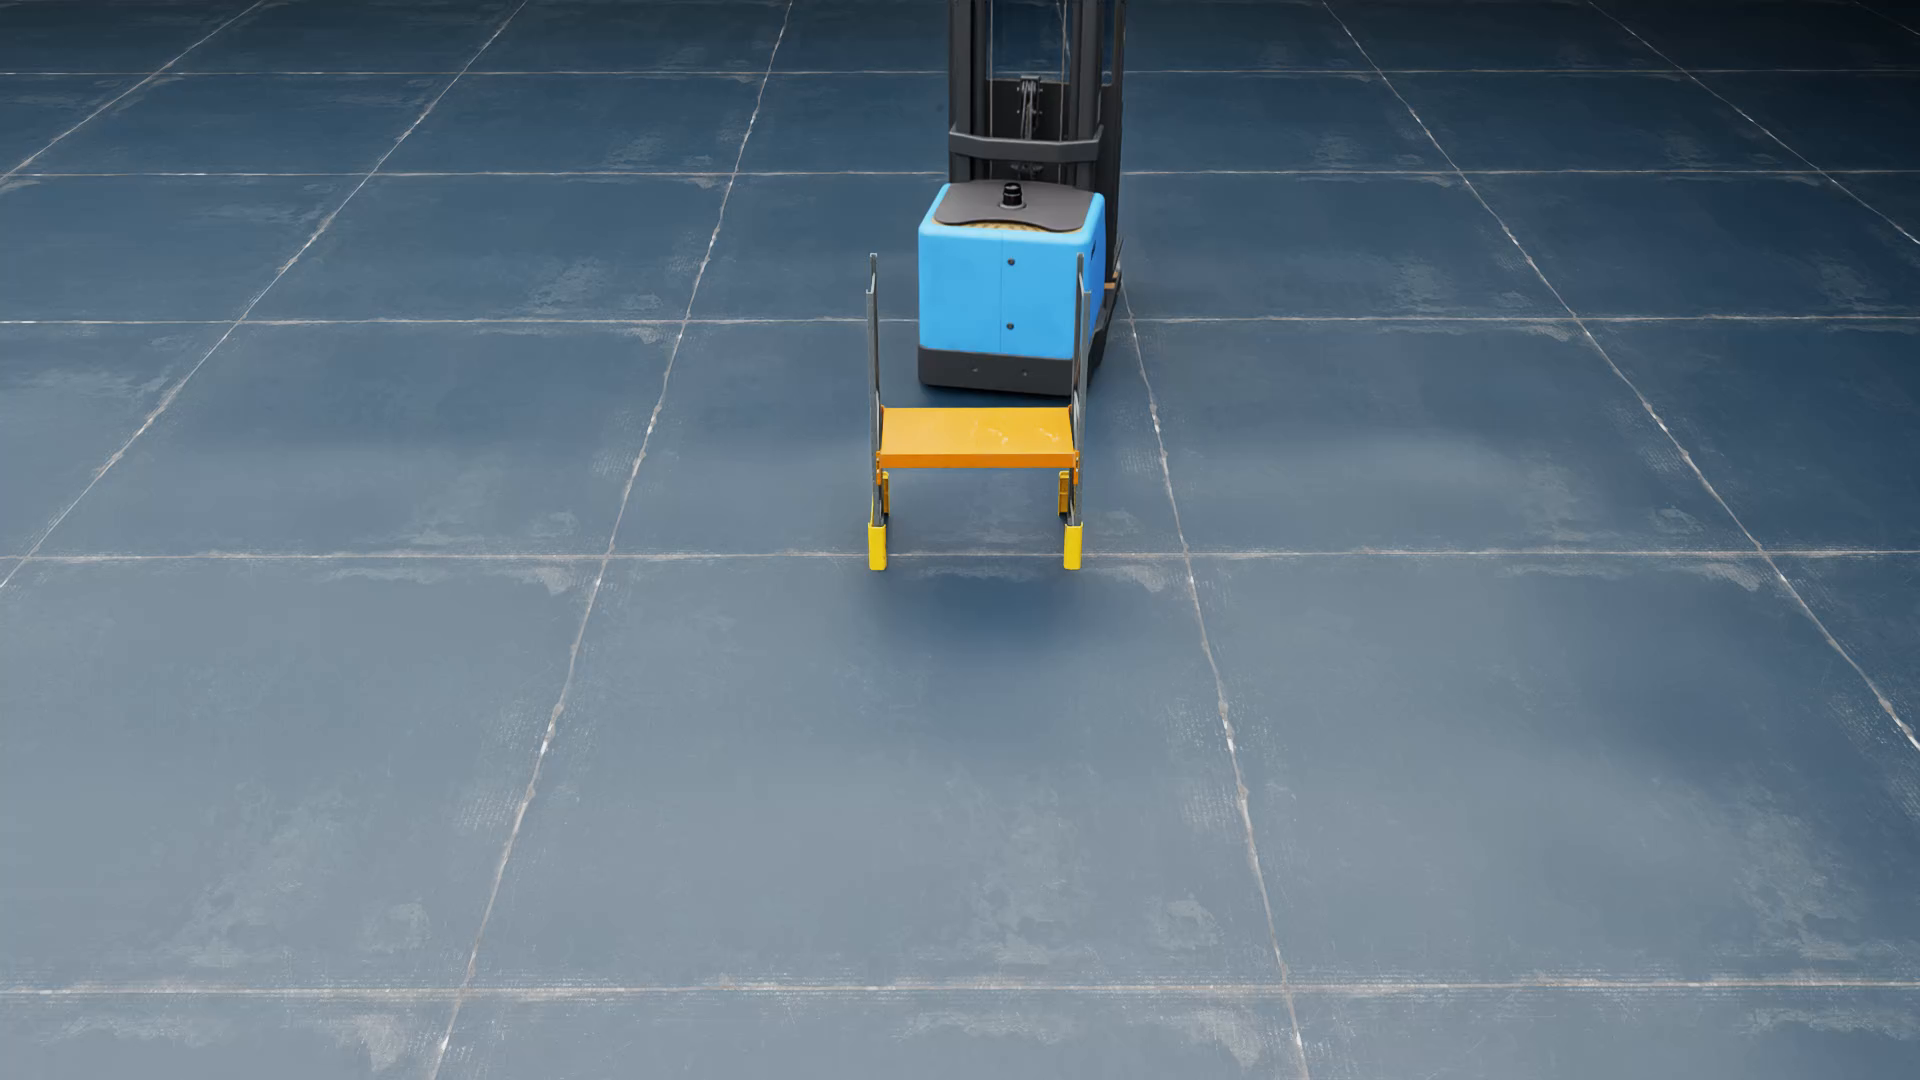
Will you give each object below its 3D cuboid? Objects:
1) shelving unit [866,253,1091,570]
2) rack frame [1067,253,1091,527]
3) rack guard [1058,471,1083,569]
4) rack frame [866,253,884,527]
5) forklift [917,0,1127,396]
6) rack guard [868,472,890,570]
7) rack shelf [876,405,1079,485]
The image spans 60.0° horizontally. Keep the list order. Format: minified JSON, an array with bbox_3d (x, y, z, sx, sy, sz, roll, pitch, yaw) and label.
[{"bbox_3d":[0.076,-0.641,8.361,1.083,1.500,0.587,0,31,0],"label":"shelving unit"},{"bbox_3d":[0.594,-0.643,8.364,0.032,1.500,0.500,0,31,0],"label":"rack frame"},{"bbox_3d":[0.574,-0.109,8.688,0.087,0.250,0.587,0,31,0],"label":"rack guard"},{"bbox_3d":[-0.423,-0.640,8.359,0.032,1.500,0.500,0,31,0],"label":"rack frame"},{"bbox_3d":[0.515,-2.872,10.659,1.130,2.935,3.031,5,32,9],"label":"forklift"},{"bbox_3d":[-0.422,-0.106,8.683,0.087,0.250,0.587,0,31,0],"label":"rack guard"},{"bbox_3d":[0.085,-0.488,8.455,1.000,0.185,0.538,0,31,0],"label":"rack shelf"}]
